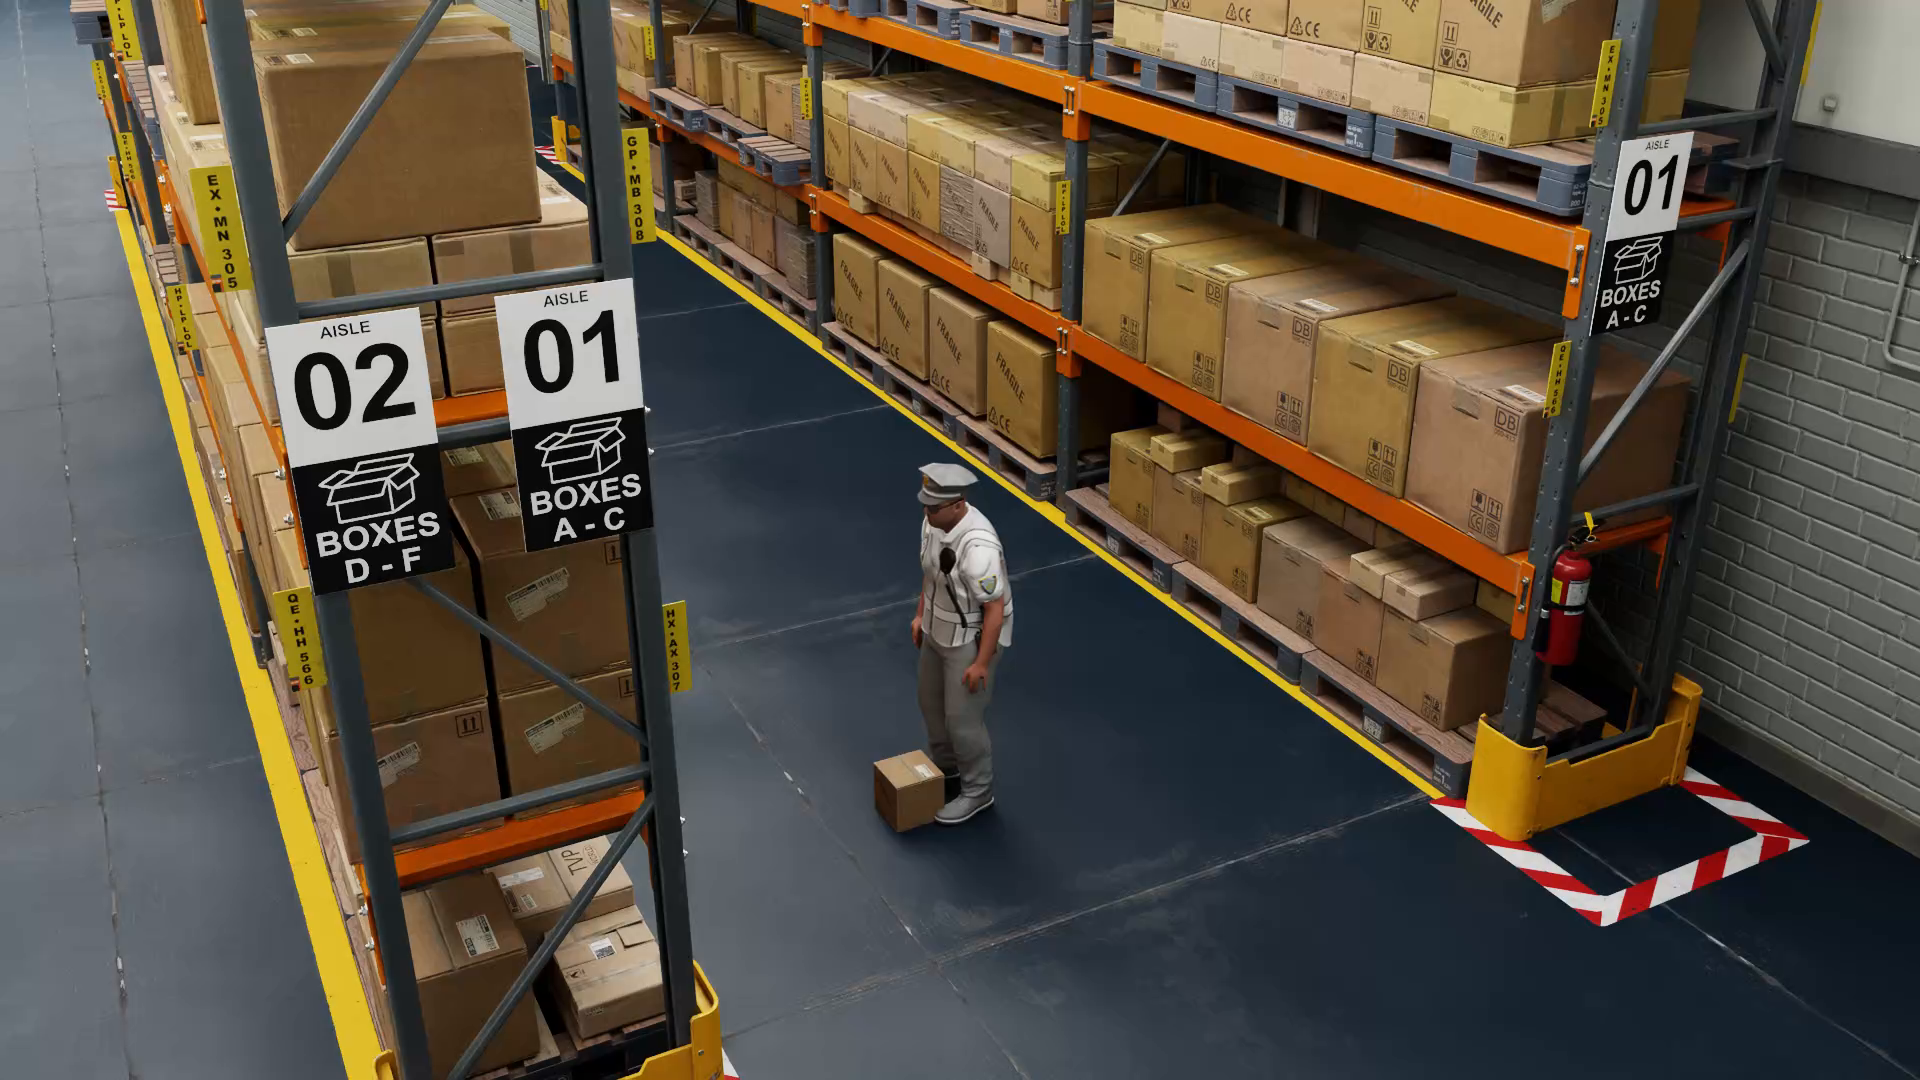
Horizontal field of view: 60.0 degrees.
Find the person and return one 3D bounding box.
[{"bbox_3d":[0.001,0.450,7.650,0.429,1.749,0.600,-14,29,-27],"label":"person"}]
